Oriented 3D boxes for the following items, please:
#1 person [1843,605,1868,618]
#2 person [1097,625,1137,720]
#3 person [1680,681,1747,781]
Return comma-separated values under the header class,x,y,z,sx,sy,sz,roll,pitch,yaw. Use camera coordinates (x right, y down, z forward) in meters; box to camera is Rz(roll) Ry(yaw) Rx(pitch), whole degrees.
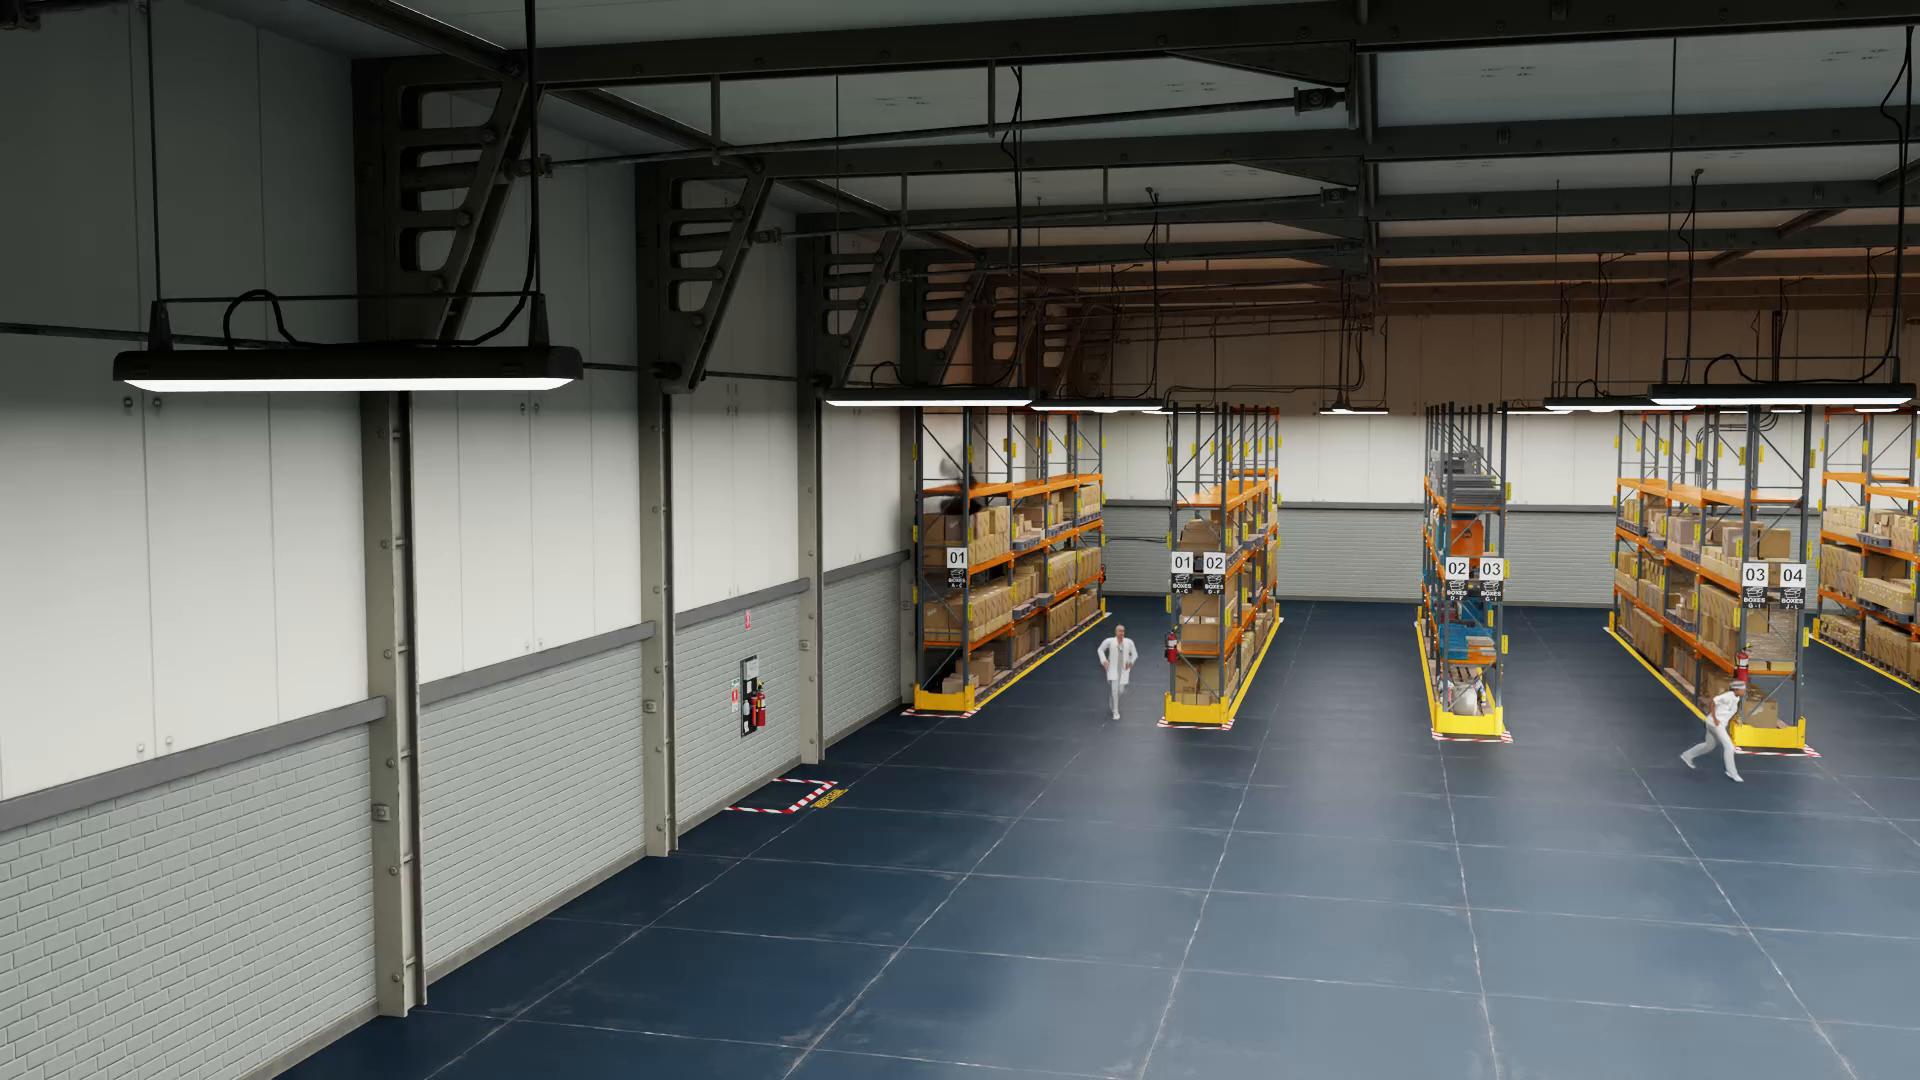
class,x,y,z,sx,sy,sz,roll,pitch,yaw
person,23.605,1.592,43.948,0.758,1.752,0.956,-3,5,-38
person,3.024,2.519,31.936,0.753,1.786,0.916,-1,4,-9
person,11.970,3.003,26.434,0.976,1.626,0.613,4,6,44
